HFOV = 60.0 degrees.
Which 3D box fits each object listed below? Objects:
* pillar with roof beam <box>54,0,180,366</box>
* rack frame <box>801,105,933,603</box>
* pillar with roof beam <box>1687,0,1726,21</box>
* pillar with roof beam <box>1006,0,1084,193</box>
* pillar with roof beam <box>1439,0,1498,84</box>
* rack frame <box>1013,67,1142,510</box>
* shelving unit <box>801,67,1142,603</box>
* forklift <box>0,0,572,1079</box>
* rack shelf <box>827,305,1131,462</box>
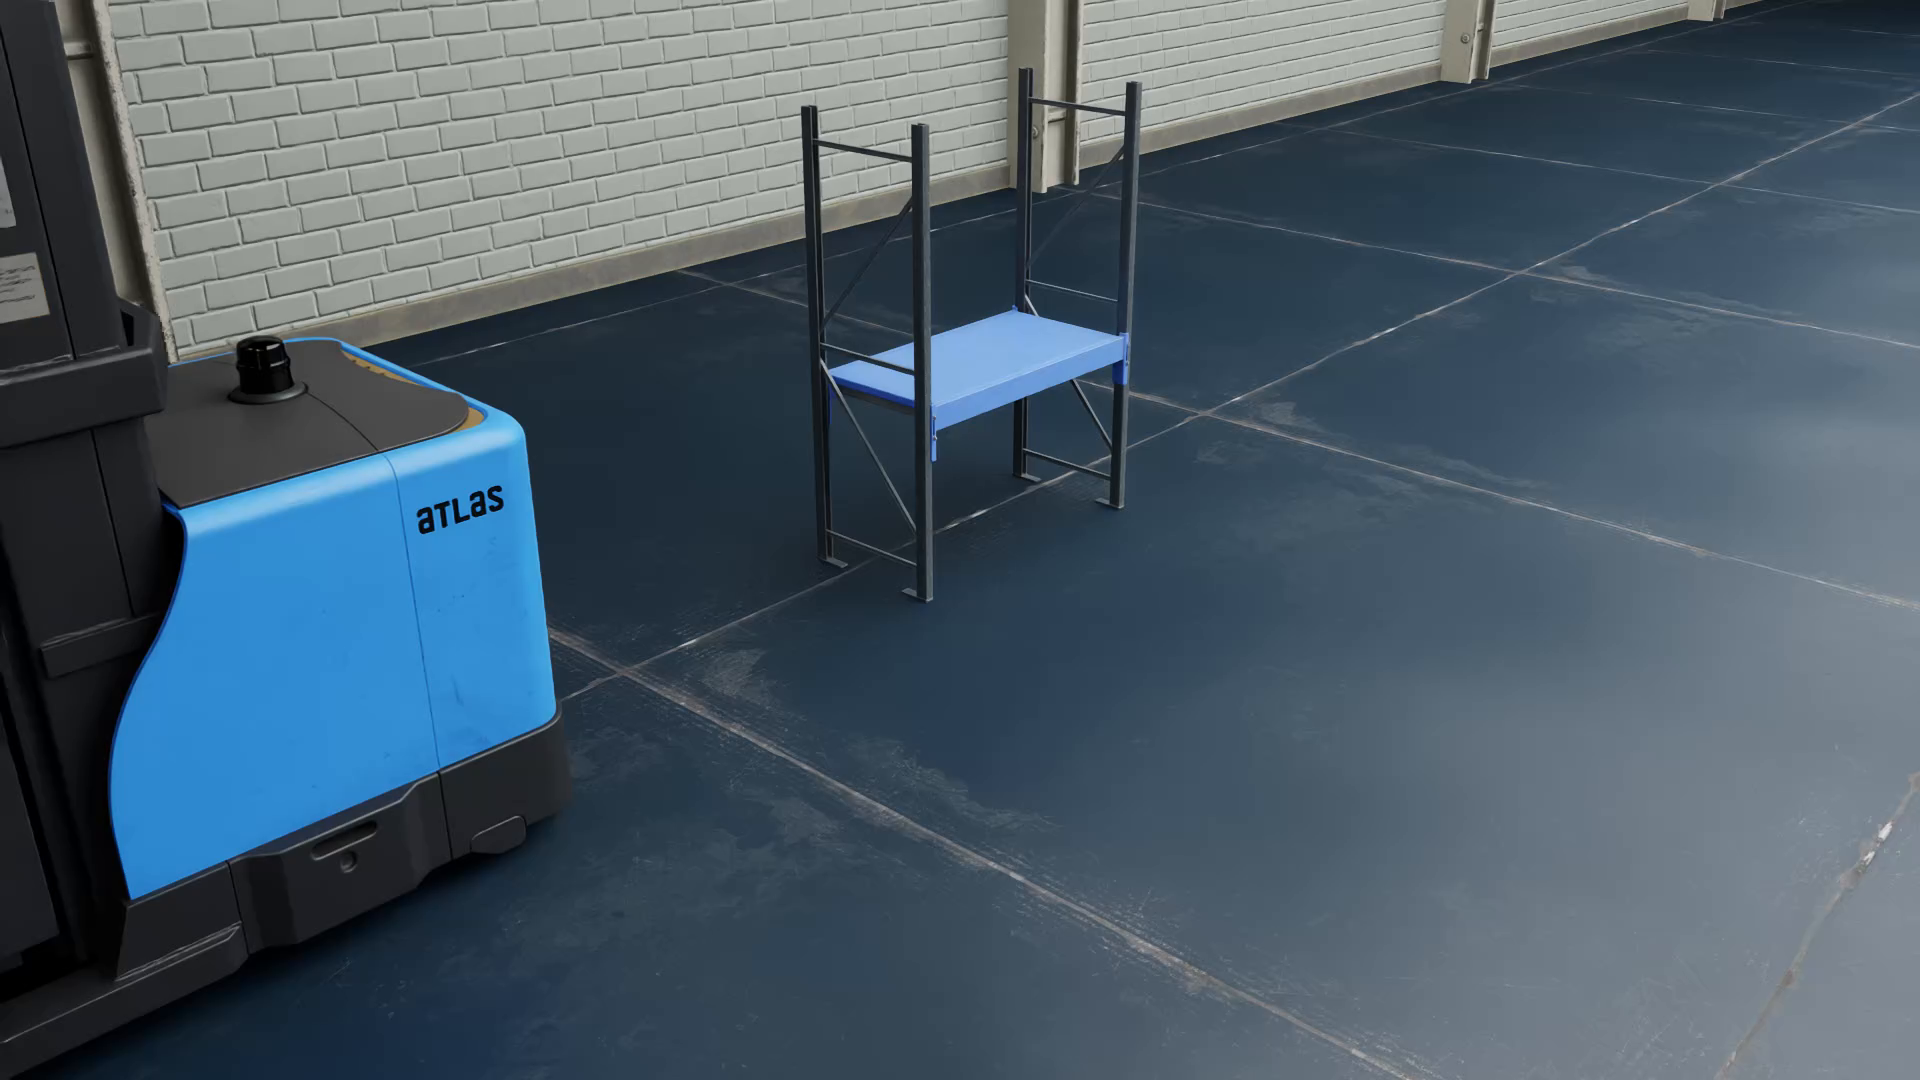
[{"bbox_3d":[-0.254,-3.446,2.438,9.100,9.000,0.400,20,31,38],"label":"pillar with roof beam"},{"bbox_3d":[-0.282,-0.555,5.156,0.500,1.500,0.032,20,31,38],"label":"rack frame"},{"bbox_3d":[11.760,-8.931,14.669,9.100,9.000,0.400,20,31,38],"label":"pillar with roof beam"},{"bbox_3d":[3.751,-5.274,6.515,9.100,9.000,0.400,20,31,38],"label":"pillar with roof beam"},{"bbox_3d":[7.755,-7.102,10.592,9.100,9.000,0.400,20,31,38],"label":"pillar with roof beam"},{"bbox_3d":[0.396,-0.865,5.847,0.500,1.500,0.032,20,31,38],"label":"rack frame"},{"bbox_3d":[0.057,-0.710,5.501,0.538,1.500,1.048,20,31,38],"label":"shelving unit"},{"bbox_3d":[-2.358,-0.337,2.919,1.130,2.935,3.031,22,32,40],"label":"forklift"},{"bbox_3d":[0.057,-0.546,5.575,0.538,0.185,1.000,20,31,38],"label":"rack shelf"}]
